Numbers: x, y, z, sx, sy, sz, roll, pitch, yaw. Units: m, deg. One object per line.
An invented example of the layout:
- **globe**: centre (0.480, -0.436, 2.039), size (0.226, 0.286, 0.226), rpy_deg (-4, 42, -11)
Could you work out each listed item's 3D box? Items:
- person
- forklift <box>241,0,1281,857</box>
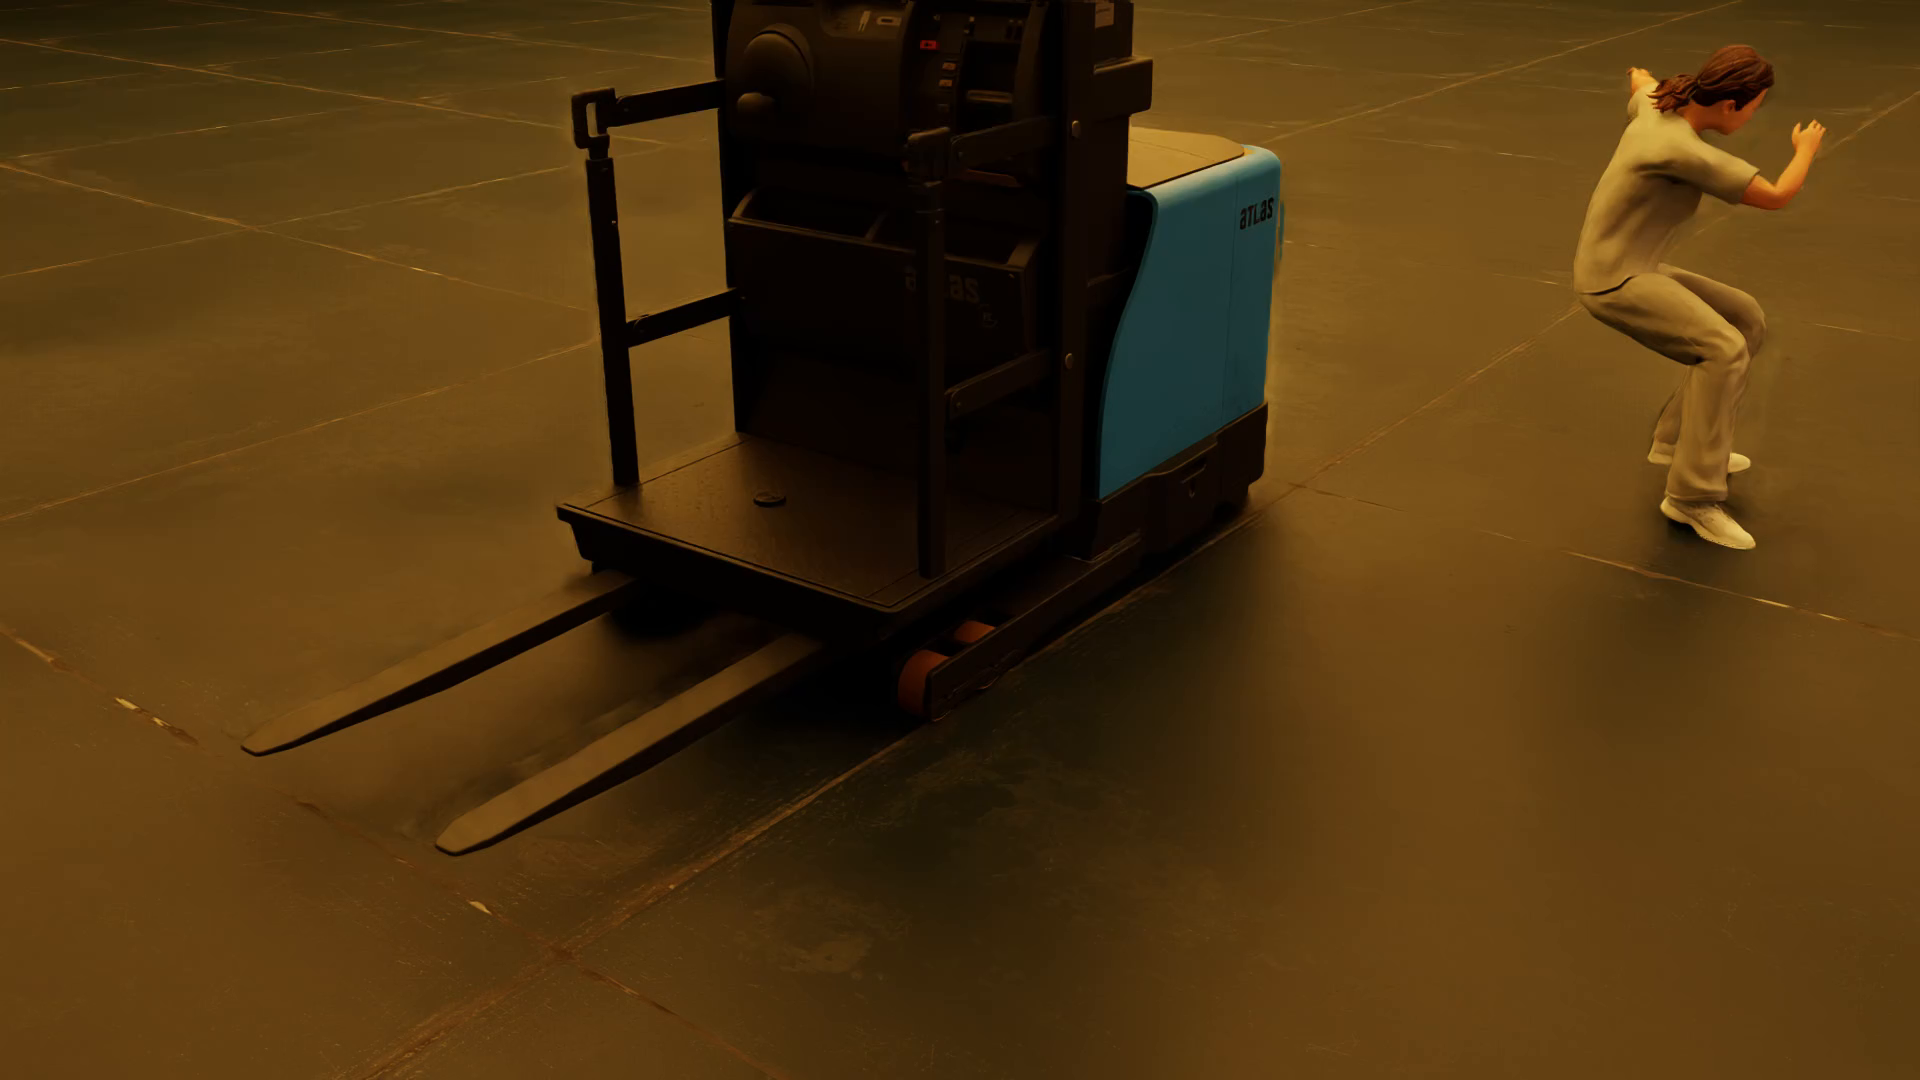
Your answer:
- **person**: centre (2.277, -0.869, 5.236), size (0.659, 1.367, 1.379), rpy_deg (7, 24, 15)
- **forklift**: centre (-0.314, -1.135, 3.836), size (1.130, 2.935, 3.031), rpy_deg (16, 28, 32)
